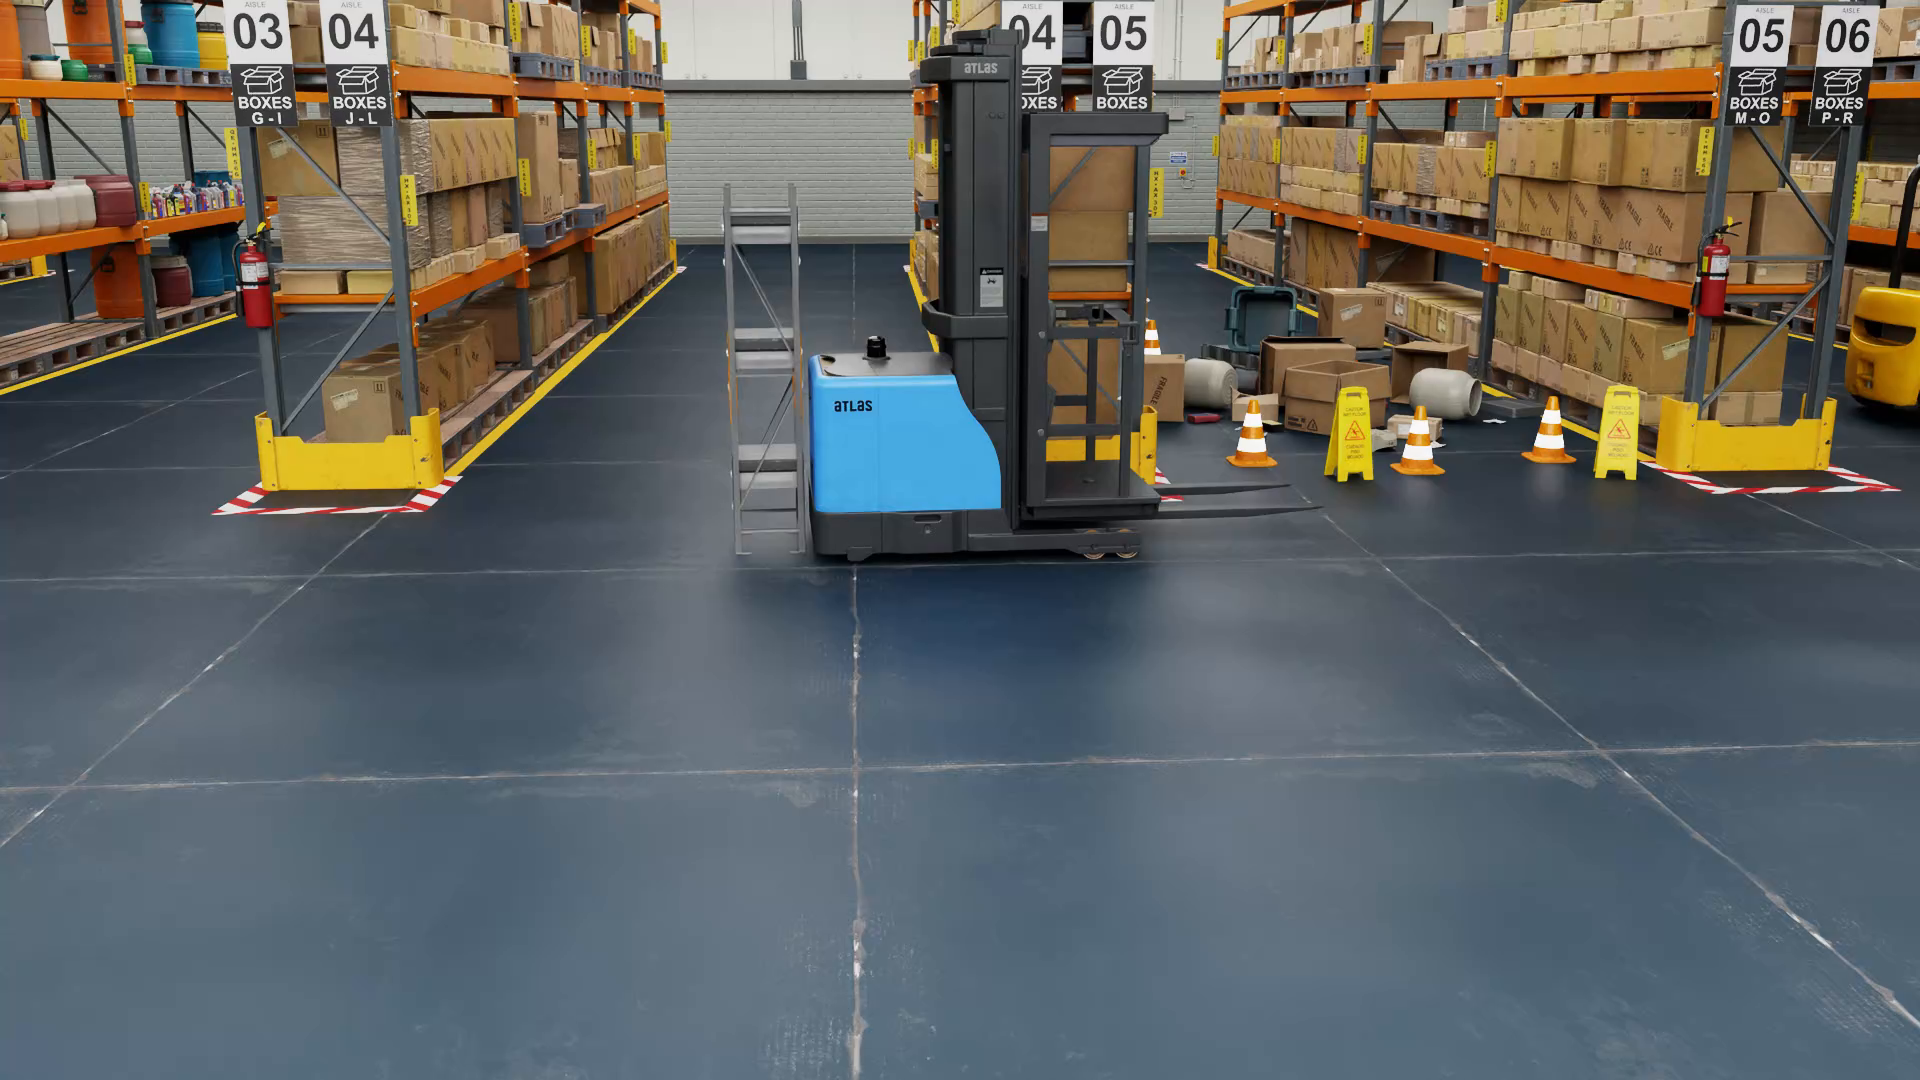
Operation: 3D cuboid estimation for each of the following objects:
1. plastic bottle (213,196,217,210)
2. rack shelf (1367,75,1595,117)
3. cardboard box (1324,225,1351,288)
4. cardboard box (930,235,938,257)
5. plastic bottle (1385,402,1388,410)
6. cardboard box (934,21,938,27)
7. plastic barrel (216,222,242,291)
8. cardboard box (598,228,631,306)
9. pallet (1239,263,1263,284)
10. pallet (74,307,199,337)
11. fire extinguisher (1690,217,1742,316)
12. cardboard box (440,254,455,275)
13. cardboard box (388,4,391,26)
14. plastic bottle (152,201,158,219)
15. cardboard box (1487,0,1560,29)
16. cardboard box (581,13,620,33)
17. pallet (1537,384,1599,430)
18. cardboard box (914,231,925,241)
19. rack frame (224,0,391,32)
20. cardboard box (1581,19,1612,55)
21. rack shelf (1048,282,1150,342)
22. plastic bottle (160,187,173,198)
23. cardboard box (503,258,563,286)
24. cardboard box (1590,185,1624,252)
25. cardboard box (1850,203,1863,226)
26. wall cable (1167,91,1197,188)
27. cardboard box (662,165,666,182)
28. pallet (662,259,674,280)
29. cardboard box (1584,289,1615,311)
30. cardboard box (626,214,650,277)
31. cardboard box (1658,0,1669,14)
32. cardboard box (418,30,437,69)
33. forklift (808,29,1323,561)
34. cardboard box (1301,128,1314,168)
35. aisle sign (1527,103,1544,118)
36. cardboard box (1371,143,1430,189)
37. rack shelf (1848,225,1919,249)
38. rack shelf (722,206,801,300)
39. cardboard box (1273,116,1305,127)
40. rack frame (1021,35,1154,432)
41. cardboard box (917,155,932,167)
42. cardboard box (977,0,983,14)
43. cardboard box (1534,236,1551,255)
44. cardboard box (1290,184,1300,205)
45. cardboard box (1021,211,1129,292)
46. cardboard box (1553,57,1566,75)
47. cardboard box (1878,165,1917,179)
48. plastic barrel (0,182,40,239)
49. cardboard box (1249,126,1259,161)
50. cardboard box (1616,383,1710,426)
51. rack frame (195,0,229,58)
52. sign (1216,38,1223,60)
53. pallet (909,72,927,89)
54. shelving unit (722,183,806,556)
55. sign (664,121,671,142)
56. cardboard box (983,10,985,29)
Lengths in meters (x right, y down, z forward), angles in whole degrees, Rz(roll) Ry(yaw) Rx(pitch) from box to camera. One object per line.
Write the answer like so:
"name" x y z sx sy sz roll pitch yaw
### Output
"plastic bottle" -9.435 -4.261 20.965 0.097 0.201 0.097 0 14 0
"rack shelf" 5.327 -4.570 17.191 1.077 0.370 4.000 -1 14 -3
"cardboard box" 5.192 -3.532 21.156 0.875 0.875 0.875 -1 14 -3
"cardboard box" -0.134 -3.765 21.308 0.500 0.250 0.500 0 14 -1
"plastic bottle" 3.659 -1.195 14.548 0.133 0.061 0.283 2 15 6
"cardboard box" -0.116 -6.149 20.149 0.396 0.266 0.258 -1 14 -3
"plastic barrel" -9.862 -3.780 22.065 0.600 0.901 0.708 -1 14 -3
"cardboard box" -4.757 -3.378 20.556 1.225 0.875 0.875 -1 14 -3
"pallet" 4.908 -4.102 25.544 1.003 0.211 1.213 -1 14 -3
"pallet" -9.722 -2.578 19.624 1.003 0.211 1.213 -1 14 -3
"fire extinguisher" 5.246 -1.900 11.547 0.296 0.674 0.183 -1 14 -3
"cardboard box" -4.056 -2.084 12.610 0.380 0.149 0.250 -1 14 -3
"cardboard box" -3.979 -3.465 10.956 0.380 0.149 0.250 -1 14 -4
"plastic bottle" -9.321 -3.803 19.187 0.097 0.201 0.097 0 14 0
"cardboard box" 5.288 -4.936 15.625 0.500 0.250 0.500 -1 14 -2
"cardboard box" -4.988 -7.155 23.045 0.500 0.250 0.500 -2 15 -7
"pallet" 5.606 -1.147 14.060 1.003 0.211 1.213 -1 14 -3
"cardboard box" -0.533 -4.826 26.448 0.380 0.149 0.250 -2 15 -6
"rack frame" -4.192 -4.726 10.333 1.000 3.000 0.127 -1 14 -3
"cardboard box" 5.298 -4.000 13.237 0.500 0.250 0.500 -1 14 -3
"rack shelf" 0.641 -2.021 13.304 1.077 0.370 4.000 -1 14 -3
"plastic bottle" -10.022 -4.319 21.042 0.152 0.276 0.135 -1 14 -3
"cardboard box" -4.573 -2.878 17.819 0.500 0.250 0.500 1 14 3
"cardboard box" 5.336 -2.545 13.102 0.500 0.500 0.500 -1 14 -4
"cardboard box" 10.006 -3.600 18.301 0.500 0.250 0.500 -1 14 -5
"wall cable" 4.335 -7.862 32.460 0.585 1.953 0.123 -1 14 -3
"cardboard box" -4.889 -5.754 26.076 0.500 0.250 0.500 -1 14 -4
"pallet" -5.056 -4.251 26.126 1.003 0.211 1.213 -1 14 -3
"cardboard box" 5.272 -1.936 13.399 0.380 0.149 0.250 0 14 -1
"cardboard box" -4.897 -4.144 23.535 0.875 0.875 0.875 -1 14 -3
"cardboard box" 5.407 -3.962 12.288 0.380 0.149 0.250 -1 14 -3
"cardboard box" -4.002 -3.452 11.705 0.500 0.250 0.500 -1 14 -5
"forklift" 0.621 -1.438 9.735 3.031 2.935 1.130 -2 15 -7
"cardboard box" 4.783 -5.125 21.720 0.500 0.500 0.500 -1 14 -5
"aisle sign" 9.364 -7.301 27.167 0.394 0.787 0.004 -1 14 -3
"cardboard box" 5.000 -4.243 18.858 0.500 0.500 0.500 -1 14 -5
"rack shelf" 10.281 -3.195 17.866 1.077 0.370 4.000 -1 14 -3
"rack shelf" -1.135 -1.659 9.508 0.431 0.518 0.480 -2 15 -7
"cardboard box" 4.619 -5.876 23.335 0.380 0.149 0.250 -1 14 -5
"rack frame" 0.764 -1.872 11.281 1.000 3.000 0.127 -1 14 -3
"cardboard box" -0.364 -4.926 21.618 0.380 0.149 0.250 -1 14 -4
"cardboard box" 0.395 -4.014 12.249 0.500 0.250 0.500 -1 14 -4
"cardboard box" 5.245 -2.573 14.512 0.380 0.149 0.250 0 14 -2
"cardboard box" 4.753 -4.643 22.352 0.500 0.250 0.500 -1 14 -5
"cardboard box" 0.696 -2.036 11.618 0.875 0.550 0.550 -1 14 -3
"cardboard box" 5.287 -4.029 14.150 0.380 0.149 0.250 0 14 -2
"cardboard box" 10.086 -3.935 17.798 0.380 0.149 0.250 -1 14 -3
"plastic barrel" -9.269 -3.228 16.280 0.433 0.535 0.433 0 14 0
"cardboard box" 4.586 -5.856 24.560 0.500 0.500 0.500 -1 14 -3
"cardboard box" 5.379 -1.048 12.754 0.500 0.250 0.500 -1 14 -4
"rack frame" -9.879 -7.633 21.635 1.000 3.000 0.127 -1 14 -3
"sign" 4.153 -7.860 26.621 0.100 0.325 0.005 -1 14 -3
"pallet" -0.047 -6.063 21.926 1.213 0.211 1.003 -1 14 -3
"shelving unit" -1.135 -0.995 9.679 0.431 2.100 0.503 -2 15 -7
"sign" -4.641 -6.480 26.392 0.100 0.325 0.005 -1 14 -3
"cardboard box" 0.359 -3.721 11.911 0.380 0.149 0.250 -1 14 -3
